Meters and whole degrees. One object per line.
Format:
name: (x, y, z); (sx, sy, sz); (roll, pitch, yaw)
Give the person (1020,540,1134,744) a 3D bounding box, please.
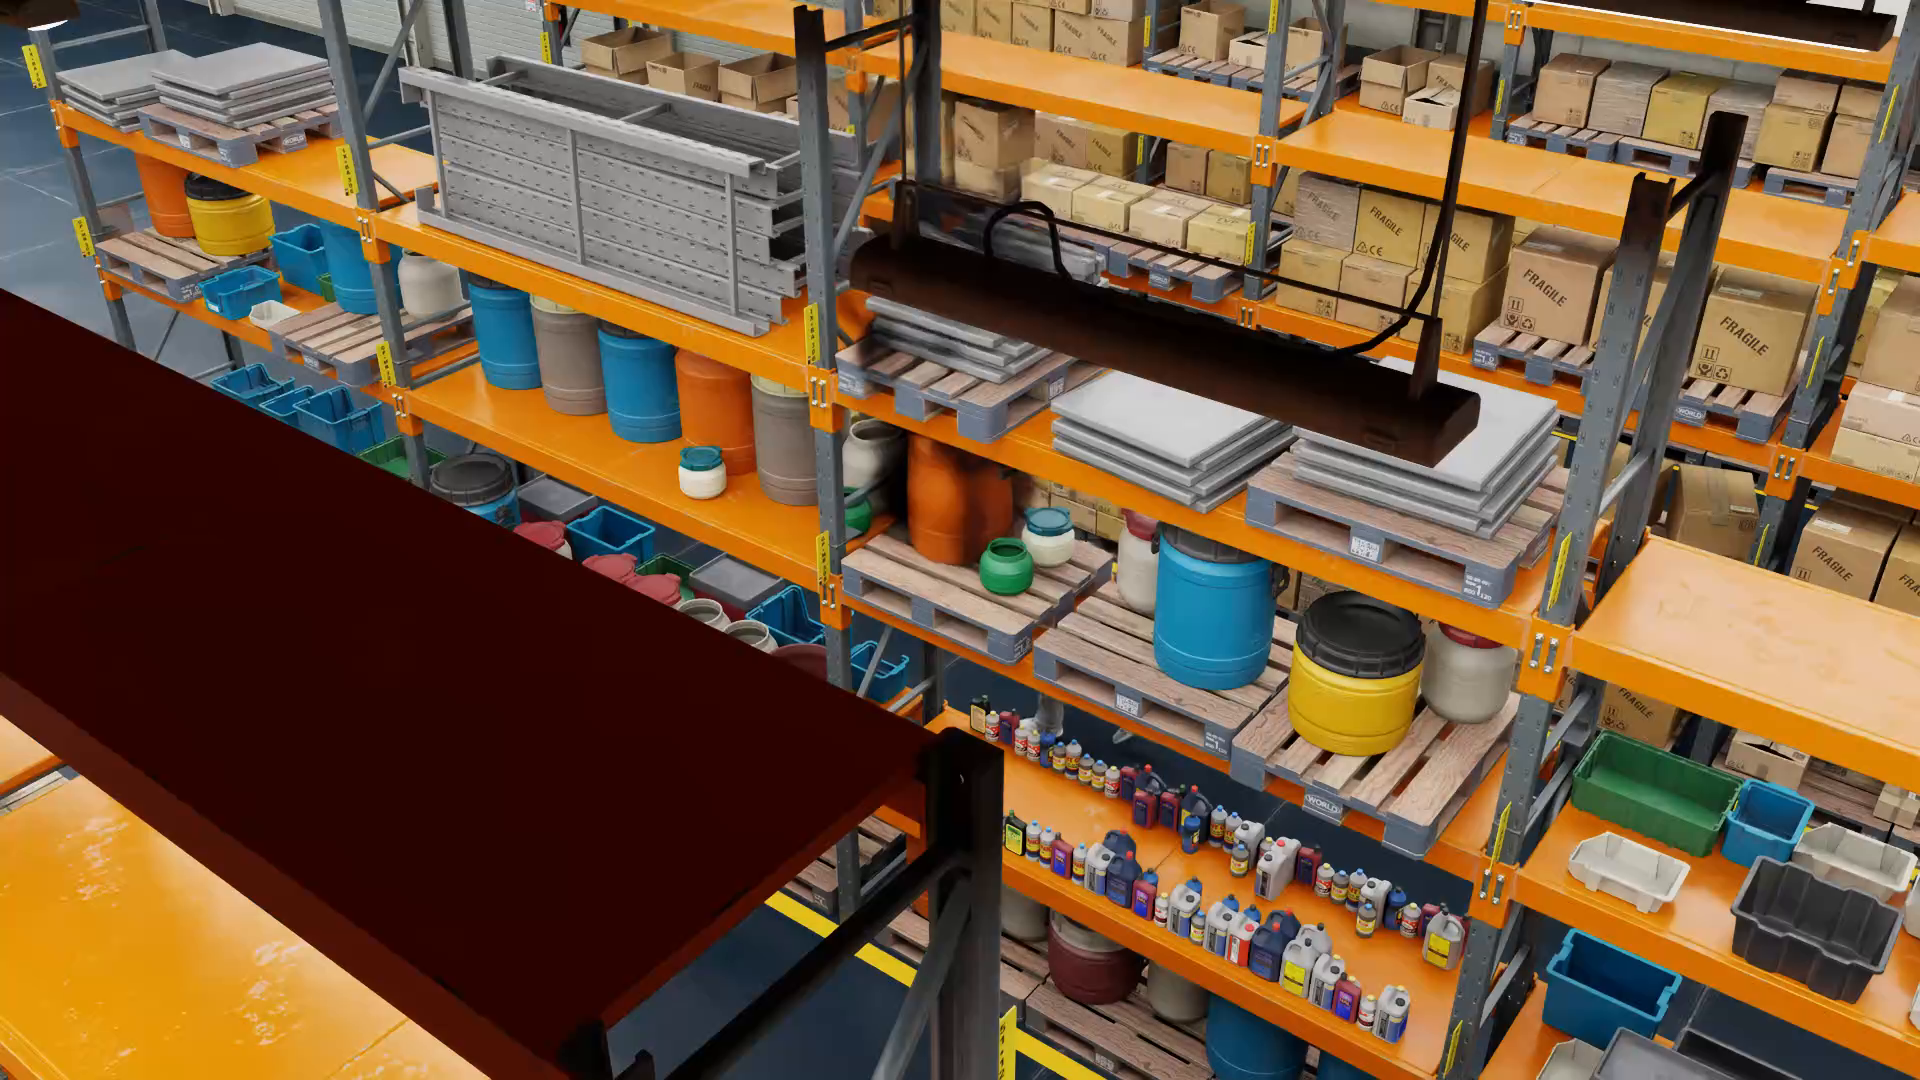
person: (0.927, 0.794, 12.266); (1.035, 1.772, 0.689); (16, 35, 24)
